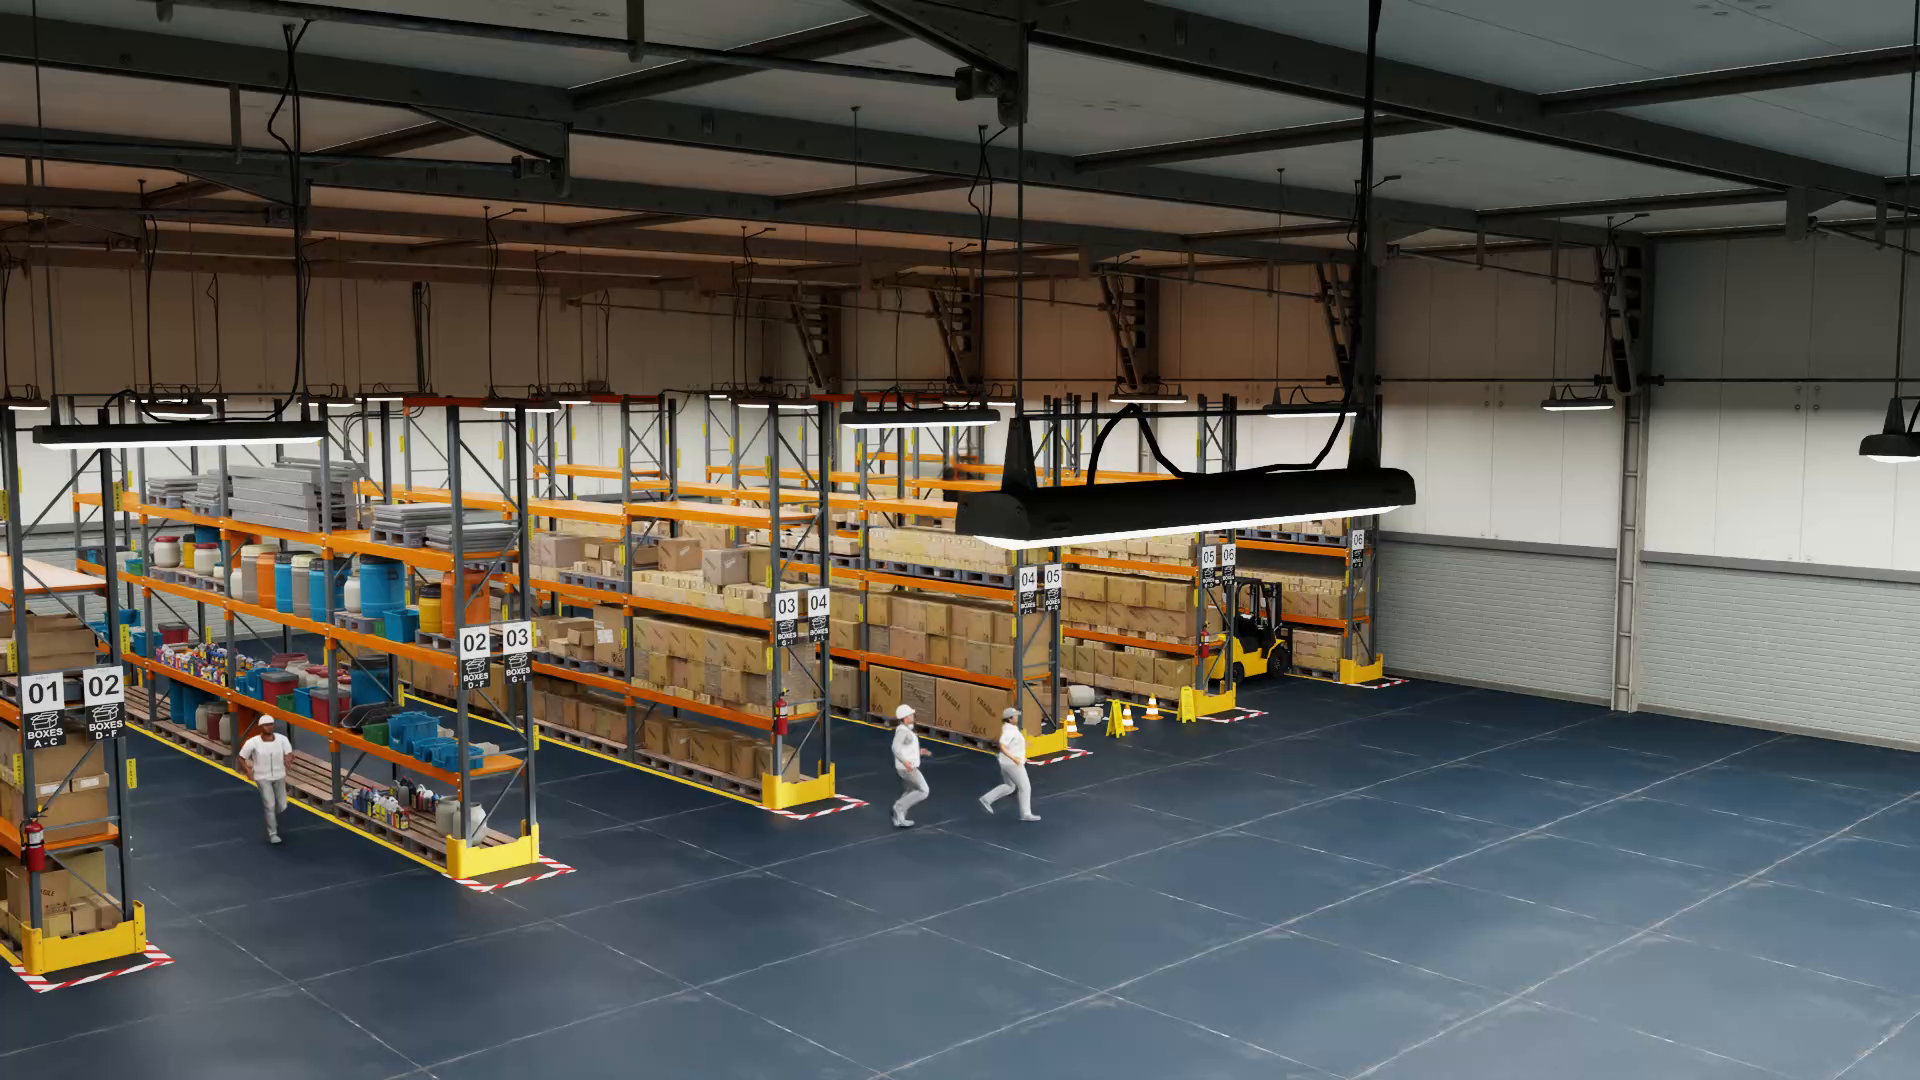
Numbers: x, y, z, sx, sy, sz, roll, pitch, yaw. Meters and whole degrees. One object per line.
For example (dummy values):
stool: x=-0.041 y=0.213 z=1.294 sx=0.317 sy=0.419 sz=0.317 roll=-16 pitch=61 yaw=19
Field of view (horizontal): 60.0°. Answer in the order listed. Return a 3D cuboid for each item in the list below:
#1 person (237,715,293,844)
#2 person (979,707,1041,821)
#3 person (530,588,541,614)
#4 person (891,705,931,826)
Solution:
person: x=-9.505 y=3.263 z=22.851 sx=0.712 sy=1.733 sz=0.795 roll=-5 pitch=7 yaw=-39
person: x=0.719 y=3.208 z=23.803 sx=0.878 sy=1.640 sz=0.619 roll=-1 pitch=6 yaw=-6
person: x=-9.705 y=1.879 z=37.160 sx=0.604 sy=1.717 sz=0.704 roll=5 pitch=8 yaw=45
person: x=-0.691 y=3.194 z=23.553 sx=0.576 sy=1.730 sz=0.648 roll=0 pitch=6 yaw=-4
